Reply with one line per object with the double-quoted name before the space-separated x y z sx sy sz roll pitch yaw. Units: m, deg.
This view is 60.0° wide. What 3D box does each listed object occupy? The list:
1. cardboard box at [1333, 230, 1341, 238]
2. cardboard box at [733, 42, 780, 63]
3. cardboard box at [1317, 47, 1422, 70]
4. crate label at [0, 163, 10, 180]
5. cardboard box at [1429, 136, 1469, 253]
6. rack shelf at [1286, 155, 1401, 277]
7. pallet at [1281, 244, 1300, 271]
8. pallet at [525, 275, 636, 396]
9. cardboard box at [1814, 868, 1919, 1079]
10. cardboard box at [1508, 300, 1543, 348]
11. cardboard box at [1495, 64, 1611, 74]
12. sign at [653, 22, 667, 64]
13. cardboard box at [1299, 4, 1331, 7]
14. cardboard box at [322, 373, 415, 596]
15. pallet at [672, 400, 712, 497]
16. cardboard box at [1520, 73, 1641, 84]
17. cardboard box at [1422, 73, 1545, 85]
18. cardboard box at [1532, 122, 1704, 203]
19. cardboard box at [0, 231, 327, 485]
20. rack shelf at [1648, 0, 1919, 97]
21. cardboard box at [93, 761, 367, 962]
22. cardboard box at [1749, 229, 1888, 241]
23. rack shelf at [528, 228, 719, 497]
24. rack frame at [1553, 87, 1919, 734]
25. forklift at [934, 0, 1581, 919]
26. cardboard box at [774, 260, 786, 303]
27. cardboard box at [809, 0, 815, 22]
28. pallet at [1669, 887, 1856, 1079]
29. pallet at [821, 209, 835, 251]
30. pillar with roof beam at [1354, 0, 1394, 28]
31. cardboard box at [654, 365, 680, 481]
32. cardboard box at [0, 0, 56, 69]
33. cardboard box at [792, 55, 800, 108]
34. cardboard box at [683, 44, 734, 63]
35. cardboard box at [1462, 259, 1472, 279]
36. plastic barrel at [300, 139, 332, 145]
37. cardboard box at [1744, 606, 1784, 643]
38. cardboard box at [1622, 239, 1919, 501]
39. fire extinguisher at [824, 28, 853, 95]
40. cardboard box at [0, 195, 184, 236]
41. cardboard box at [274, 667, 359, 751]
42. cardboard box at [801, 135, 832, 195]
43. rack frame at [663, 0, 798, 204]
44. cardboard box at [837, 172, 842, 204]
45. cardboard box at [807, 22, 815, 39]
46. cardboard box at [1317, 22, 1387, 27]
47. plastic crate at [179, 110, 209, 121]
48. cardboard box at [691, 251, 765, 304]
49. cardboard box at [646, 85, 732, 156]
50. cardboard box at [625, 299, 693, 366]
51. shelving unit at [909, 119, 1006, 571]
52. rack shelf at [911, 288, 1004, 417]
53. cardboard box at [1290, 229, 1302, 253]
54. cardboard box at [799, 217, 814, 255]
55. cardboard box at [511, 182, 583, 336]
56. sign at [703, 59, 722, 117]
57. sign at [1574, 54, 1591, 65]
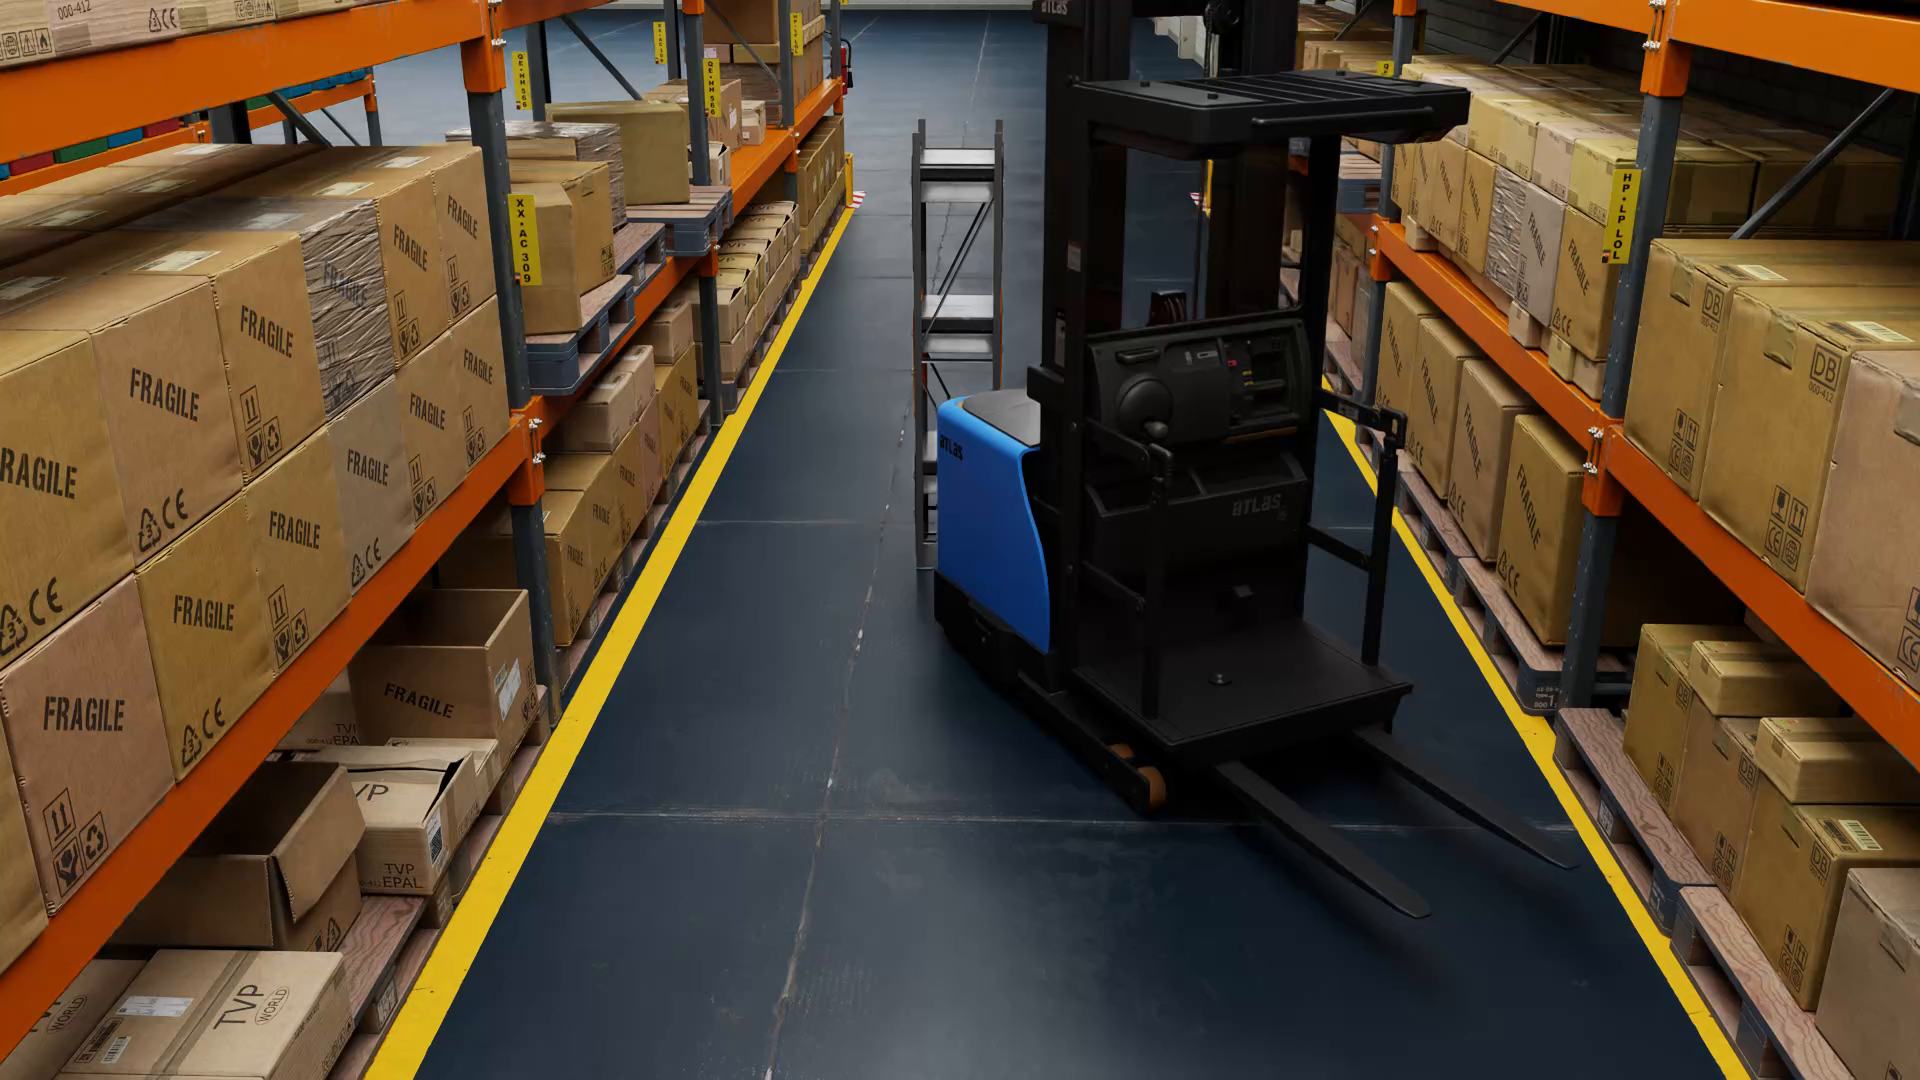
"cardboard box" 3.120 -2.098 12.637 0.700 0.500 0.500 0 21 1
"cardboard box" -1.658 -4.009 13.680 0.380 0.149 0.250 1 21 2
"cardboard box" 3.018 -3.378 12.342 0.700 0.500 0.500 3 21 7
"crate label" -6.632 -2.547 10.899 0.502 0.435 0.616 1 21 2
"cardboard box" 2.658 -1.719 8.235 0.500 0.500 0.500 1 21 1
"rack shelf" 3.031 -2.453 11.700 1.077 0.370 4.000 1 21 2
"pallet" 3.077 -2.455 14.565 1.003 0.211 1.213 1 21 2
"pallet" -1.970 -0.871 6.892 1.003 0.211 1.213 1 21 2
"cardboard box" 2.678 1.180 4.217 0.700 0.500 0.500 0 21 0
"cardboard box" 2.562 -0.918 7.067 0.380 0.149 0.250 1 21 2
"cardboard box" 3.215 -2.443 9.065 0.500 0.250 0.500 1 21 3
"sign" -2.415 -4.011 13.414 0.100 0.325 0.005 1 21 2
"cardboard box" 3.411 -5.074 16.603 0.500 0.500 0.500 0 21 1
"cardboard box" -1.890 -0.163 4.665 0.500 0.500 0.500 1 21 3
"pallet" -2.042 -0.549 9.653 1.003 0.211 1.213 1 21 2
"cardboard box" 3.196 -2.256 8.582 0.500 0.250 0.500 0 21 0
"cardboard box" 2.683 -2.254 8.578 0.500 0.250 0.500 0 21 1
"cardboard box" 2.632 -1.520 6.686 0.500 0.250 0.500 1 21 3
"cardboard box" -1.905 -0.450 4.022 0.500 0.500 0.500 0 21 1
"rack shelf" 2.787 -0.959 3.702 1.077 0.370 4.000 1 21 2
"cardboard box" -2.155 0.966 4.737 0.797 0.503 0.637 1 21 2
"cardboard box" 3.114 -0.978 6.324 0.500 0.500 0.500 0 21 0
"rack shelf" -2.043 -1.060 8.109 1.077 0.370 4.000 1 21 2
"rack frame" 2.848 -0.619 5.978 1.000 3.000 0.127 1 21 2
"forklift" 0.995 -0.567 5.939 1.130 2.935 3.031 -10 23 -25
"cardboard box" -1.615 -1.958 12.649 0.500 0.250 0.500 1 21 3
"cardboard box" -1.778 -5.285 16.071 0.700 0.500 0.500 0 21 0
"pallet" 2.712 1.397 4.637 1.003 0.211 1.213 1 21 2
"pallet" -1.760 -2.994 15.954 1.003 0.211 1.213 1 21 2
"pillar with roof beam" -0.247 -7.540 15.521 9.100 9.000 0.400 1 21 2
"cardboard box" -1.792 -0.631 8.855 0.500 0.500 0.500 0 21 0
"cardboard box" -1.927 -0.918 2.810 0.500 0.250 0.500 1 21 2
"cardboard box" -1.824 -4.144 14.925 0.700 0.500 0.500 1 21 2
"cardboard box" -2.066 -4.015 13.694 0.380 0.149 0.250 1 21 2
"cardboard box" 2.717 -1.376 8.248 0.380 0.149 0.250 1 21 2
"plastic barrel" -6.633 -3.864 17.200 0.421 0.512 0.421 0 21 0
"cardboard box" 2.926 0.267 5.673 0.380 0.149 0.250 1 21 1
"cardboard box" 2.815 -0.563 5.419 0.980 0.700 0.700 1 21 2
"fire extinguisher" -1.271 -5.013 17.409 0.296 0.674 0.183 1 21 2
"cardboard box" -2.430 -0.646 4.526 0.500 0.500 0.500 0 21 0
"cardboard box" -2.332 0.525 6.137 0.500 0.311 0.500 1 21 2
"cardboard box" -1.490 -3.535 15.677 0.500 0.500 0.500 1 21 2
"rack frame" -1.860 -3.565 13.570 1.000 3.000 0.127 1 21 2
"cardboard box" -1.463 -3.547 16.745 0.500 0.250 0.500 1 21 2
"cardboard box" -1.591 -4.847 15.839 0.380 0.149 0.250 1 21 3
"cardboard box" 3.334 -4.156 14.235 0.500 0.500 0.500 1 21 1
"plastic crate" -6.668 -3.780 14.210 0.767 0.338 0.504 1 21 2
"cardboard box" -1.647 -1.855 11.607 0.500 0.311 0.500 0 21 0
"cardboard box" -1.931 -2.963 11.879 0.500 0.500 0.500 1 21 2
"cardboard box" -1.773 -1.147 9.149 0.500 0.250 0.500 1 21 4
"shelving unit" -0.005 -0.919 7.995 0.431 2.100 0.503 1 21 2
"rack shelf" -0.005 -0.906 8.000 0.431 0.518 0.480 1 21 2
"cardboard box" 3.078 -2.590 14.366 0.380 0.166 0.250 -2 21 -5
"cardboard box" -1.543 -2.643 14.415 0.500 0.250 0.500 1 21 2
"cardboard box" -1.865 -1.084 6.457 0.700 0.500 0.500 -7 22 -17
"sign" -1.439 -2.619 9.641 0.100 0.325 0.005 1 21 2
"sign" 3.525 -2.600 9.484 0.100 0.325 0.005 1 21 2
